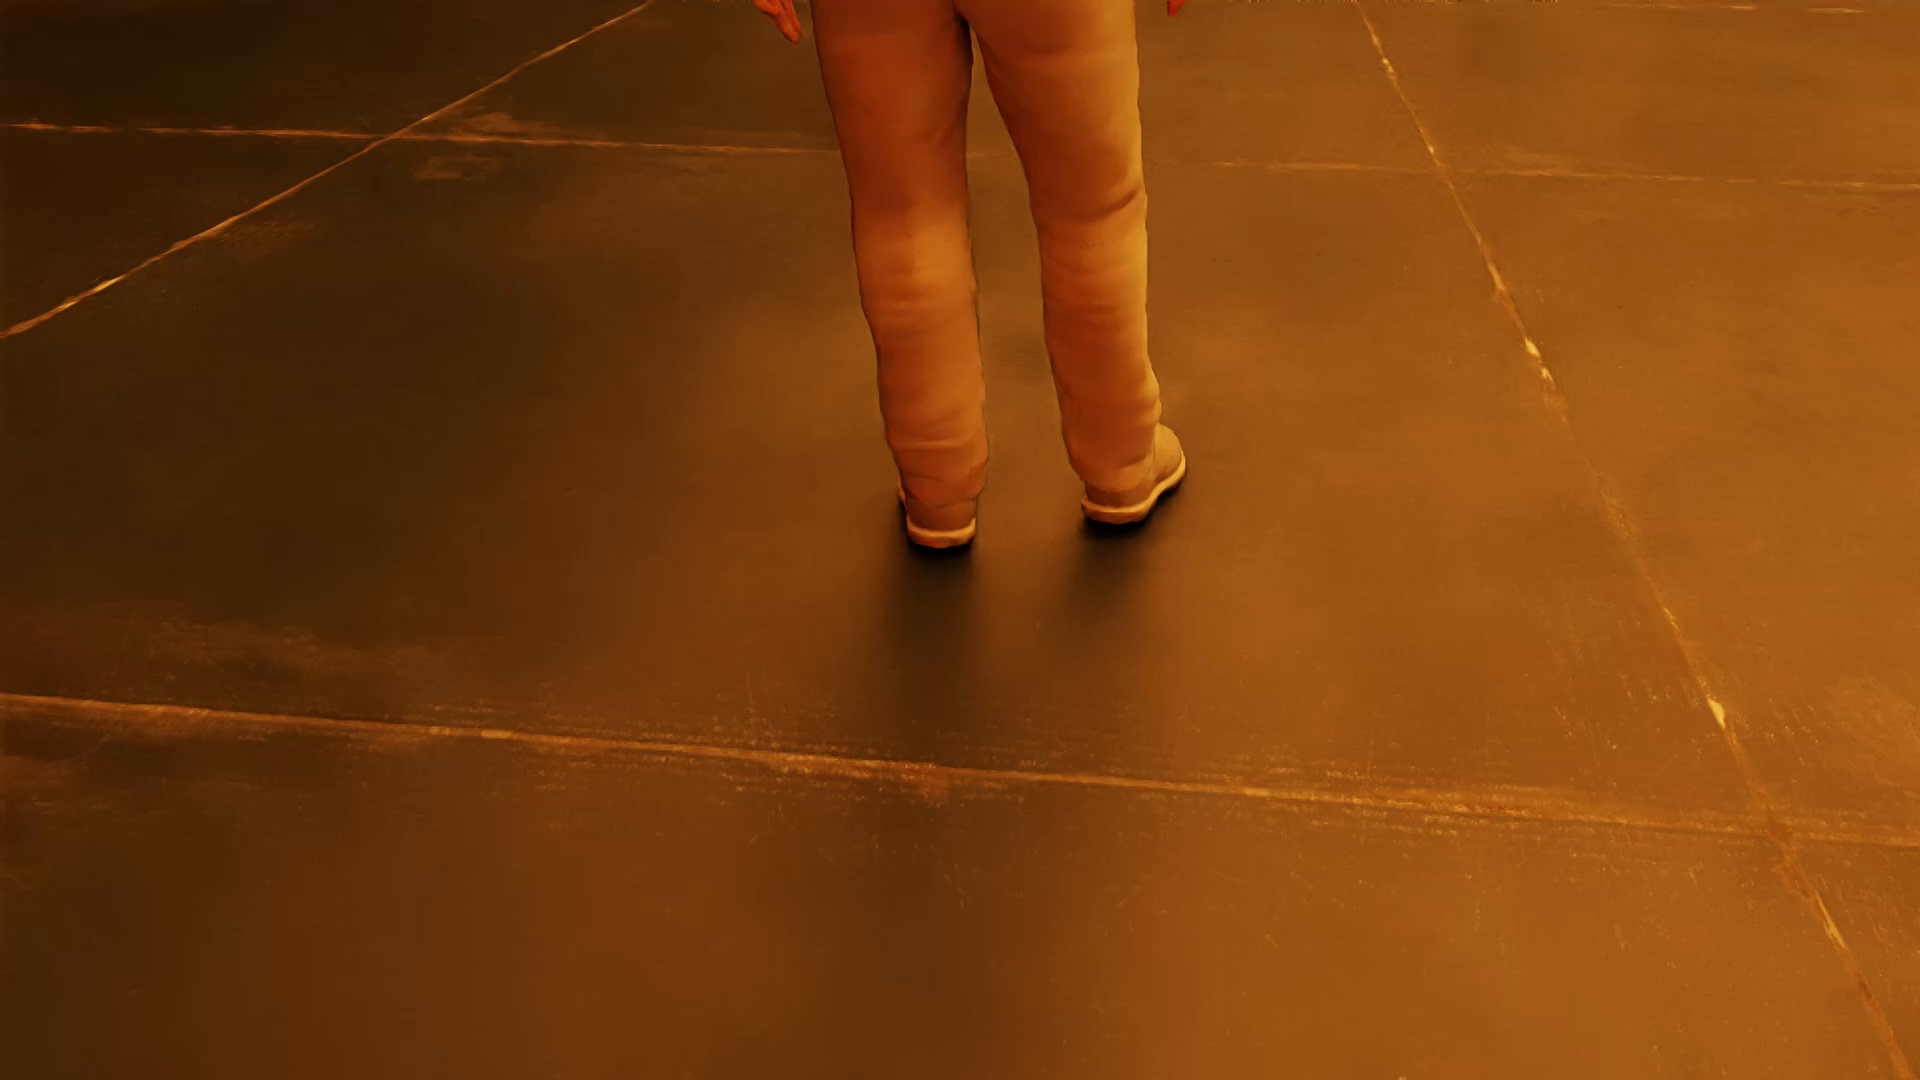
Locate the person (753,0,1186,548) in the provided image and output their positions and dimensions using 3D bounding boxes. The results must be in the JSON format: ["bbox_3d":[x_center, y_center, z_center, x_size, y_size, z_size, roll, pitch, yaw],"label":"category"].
[{"bbox_3d":[0.022,-0.838,2.166,0.640,1.781,0.574,3,27,7],"label":"person"}]
